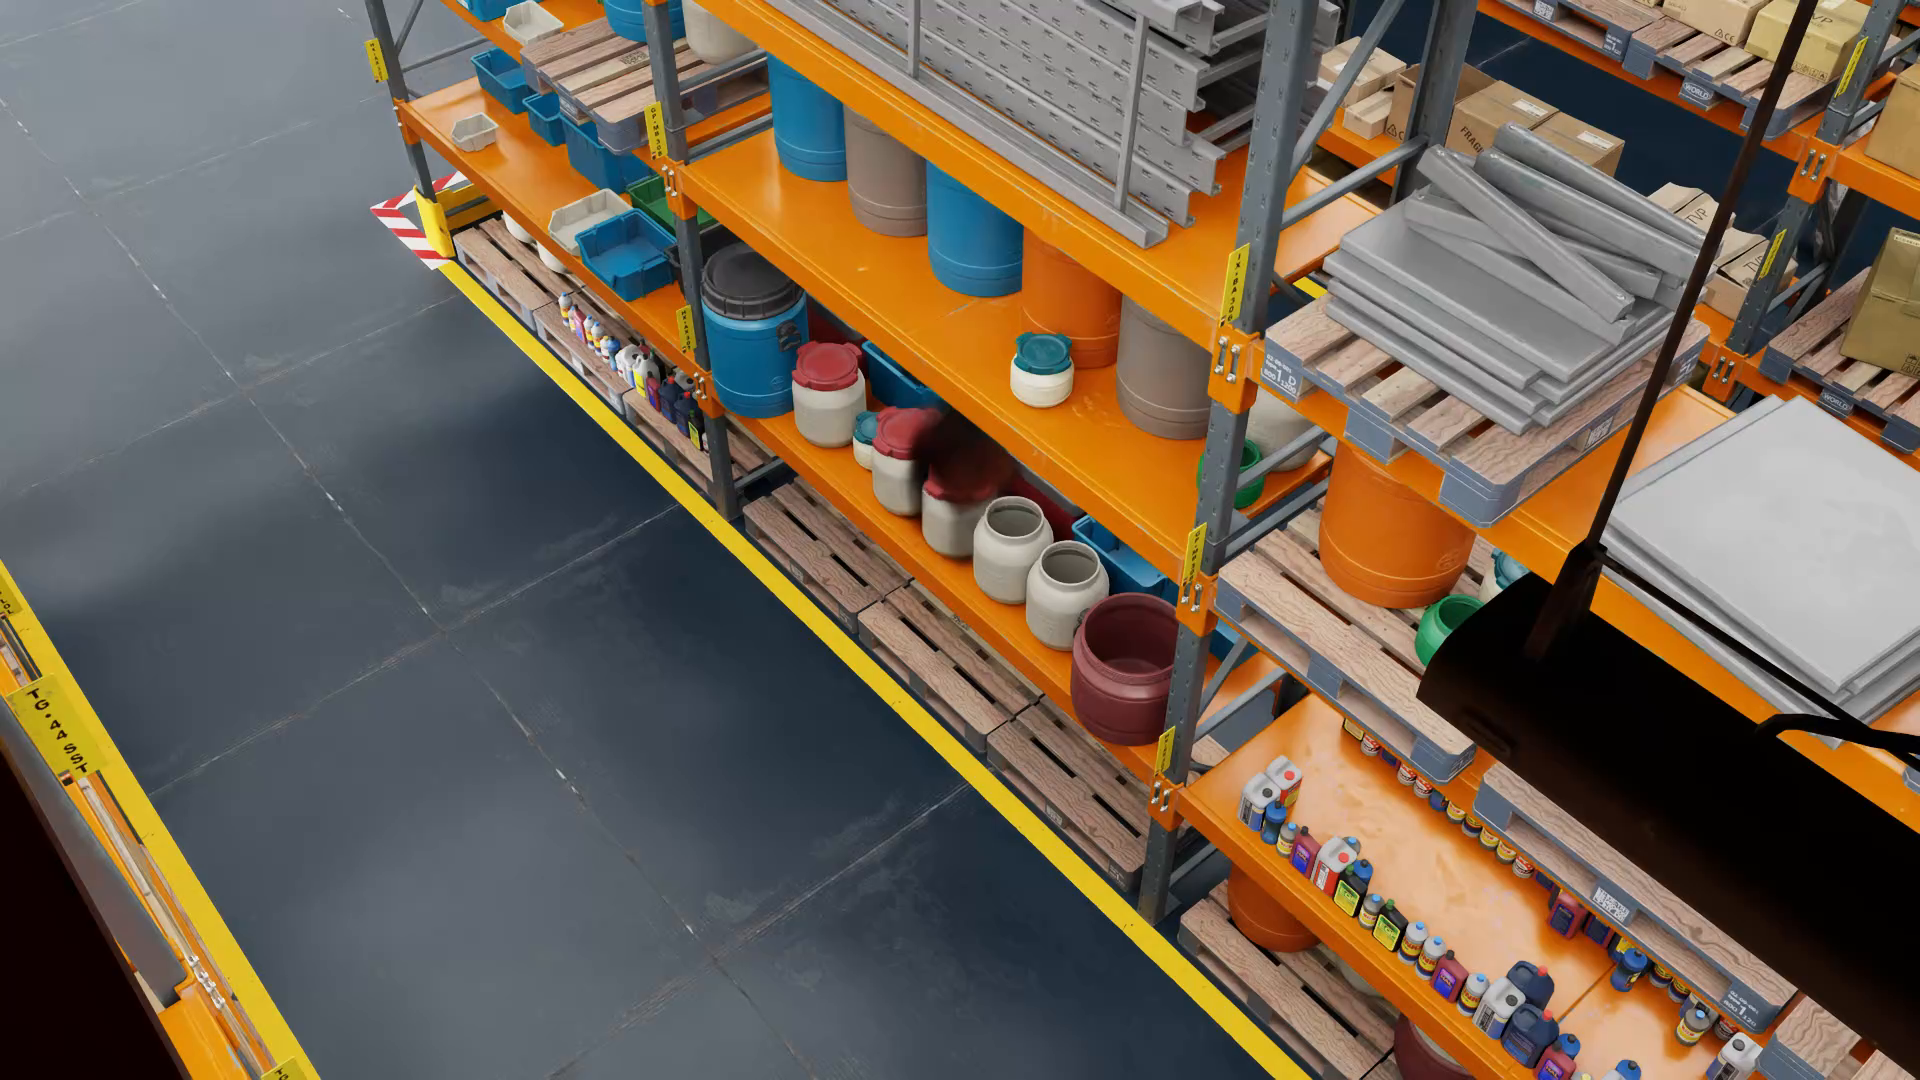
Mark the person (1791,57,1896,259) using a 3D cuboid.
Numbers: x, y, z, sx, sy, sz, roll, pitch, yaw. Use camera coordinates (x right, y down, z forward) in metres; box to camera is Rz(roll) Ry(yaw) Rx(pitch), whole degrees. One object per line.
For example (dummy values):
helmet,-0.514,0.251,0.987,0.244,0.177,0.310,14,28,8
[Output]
person,6.621,-2.912,12.503,0.569,1.794,0.393,27,52,24
